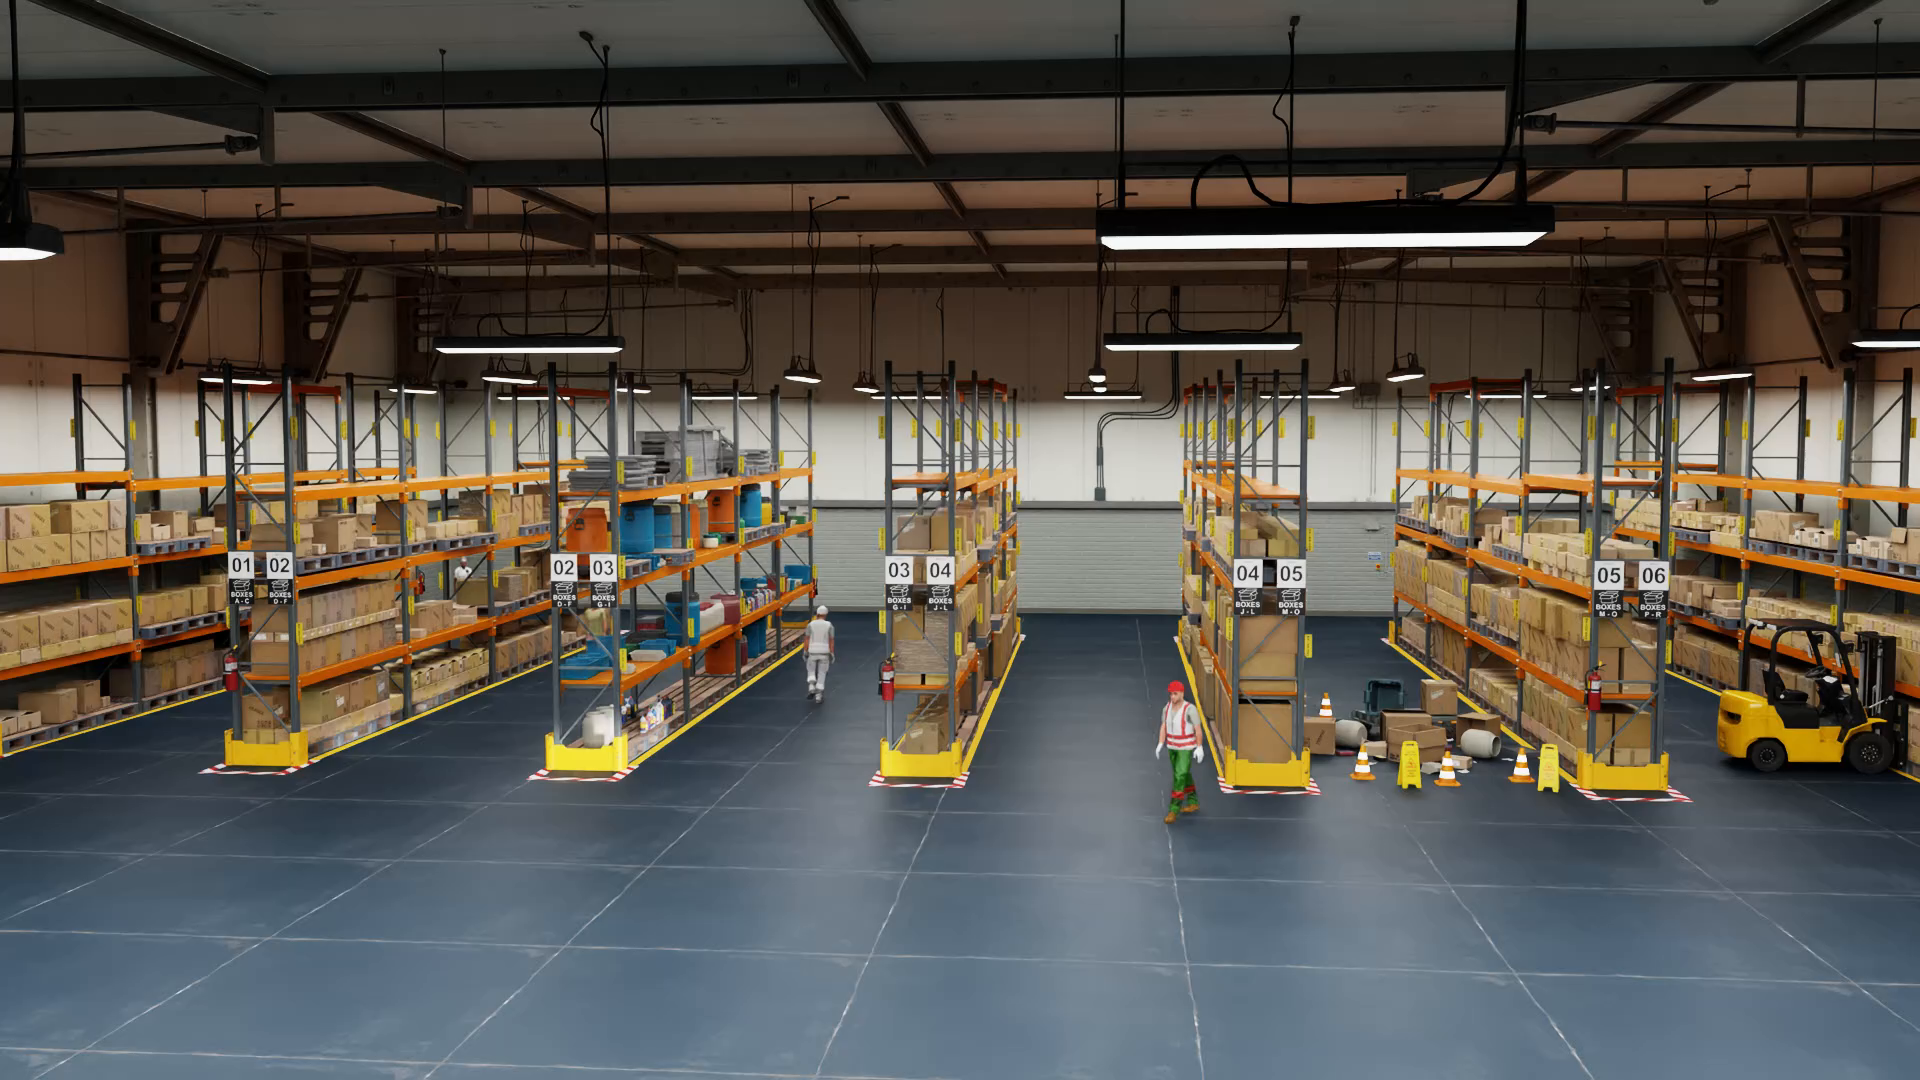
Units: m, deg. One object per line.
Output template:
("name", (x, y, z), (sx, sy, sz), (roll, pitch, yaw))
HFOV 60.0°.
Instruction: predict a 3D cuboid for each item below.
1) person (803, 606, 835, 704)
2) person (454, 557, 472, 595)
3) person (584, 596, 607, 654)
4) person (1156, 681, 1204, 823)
("person", (-2.591, 2.098, 30.462), (0.588, 1.783, 0.511), (0, 4, 5))
("person", (-13.090, 1.276, 43.905), (0.519, 1.651, 0.966), (-1, 4, -20))
("person", (-7.483, 1.934, 34.190), (0.457, 1.624, 0.948), (0, 4, 2))
("person", (2.807, 2.689, 21.456), (0.900, 1.746, 0.563), (-3, 5, -39))
